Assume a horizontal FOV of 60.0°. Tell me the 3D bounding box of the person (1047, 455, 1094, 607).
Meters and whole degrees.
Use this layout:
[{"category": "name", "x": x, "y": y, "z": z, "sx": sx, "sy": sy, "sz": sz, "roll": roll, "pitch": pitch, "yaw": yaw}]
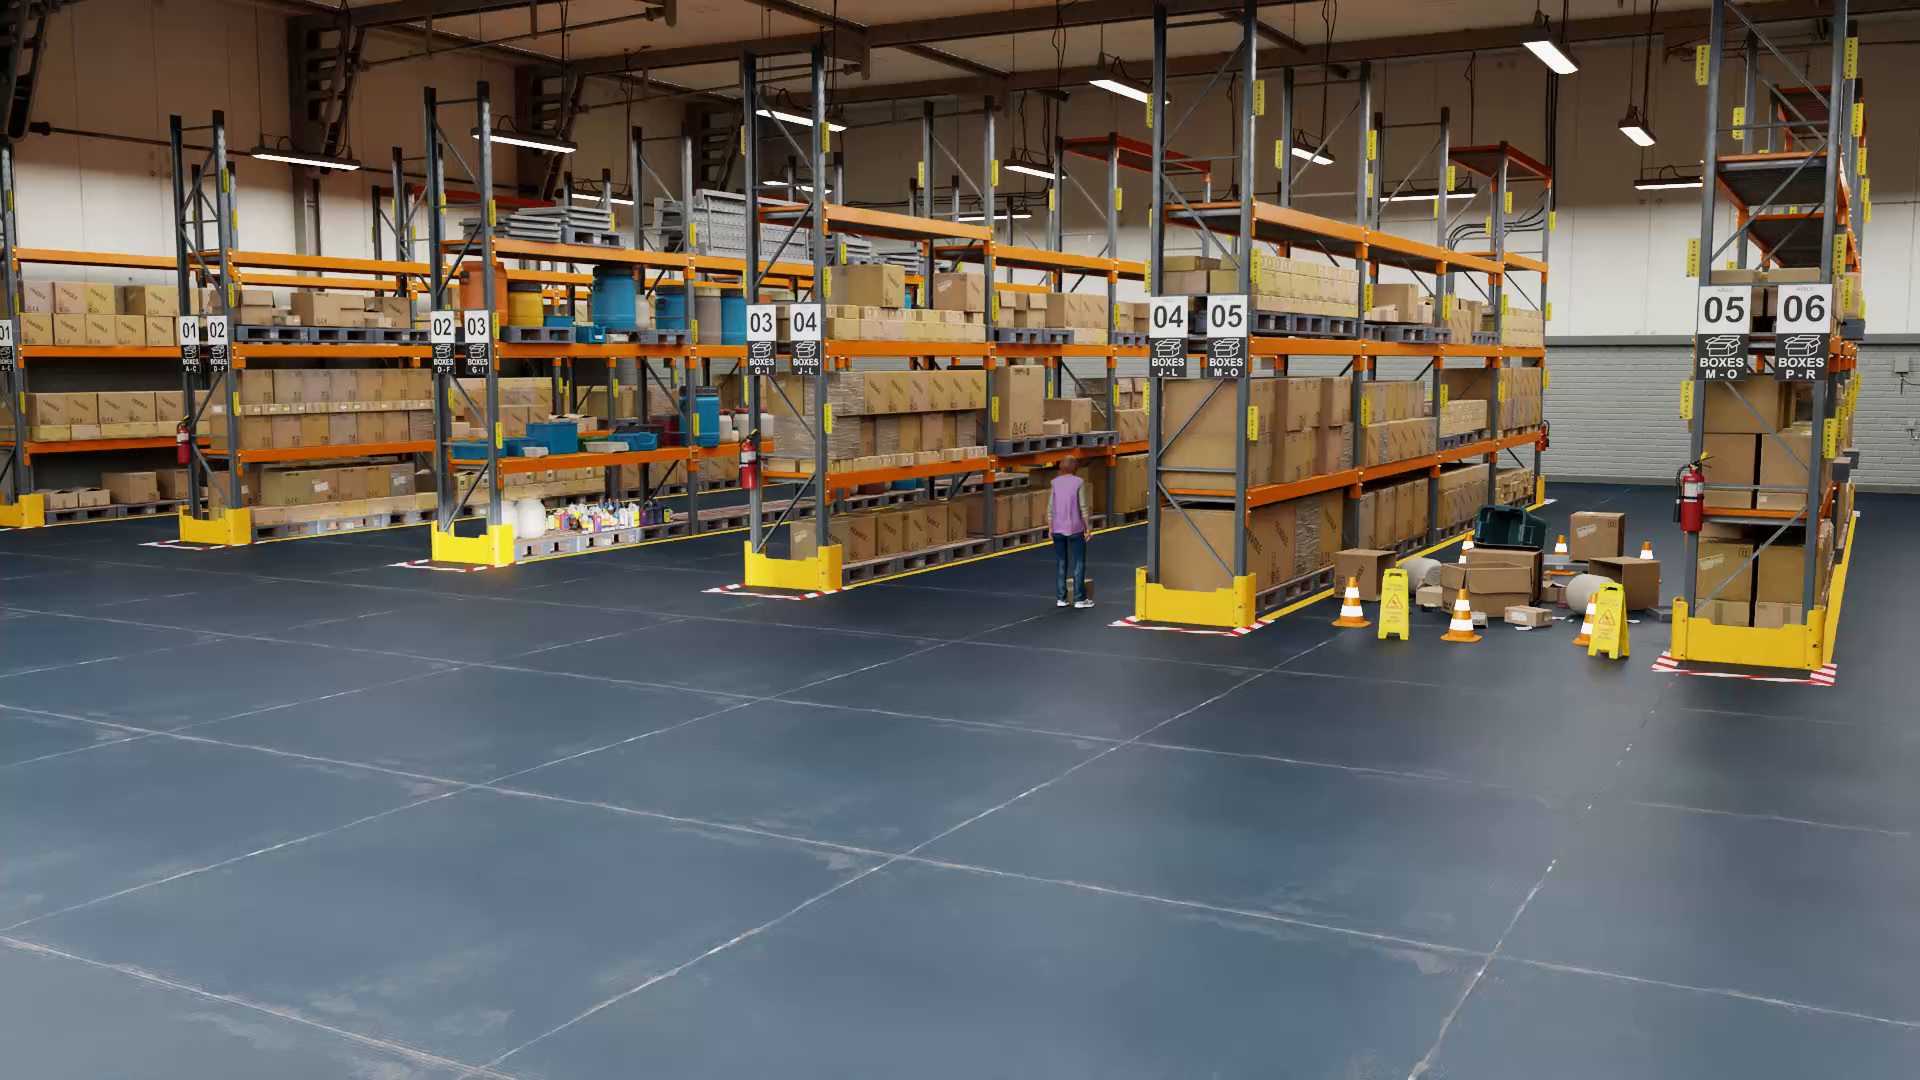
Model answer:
[{"category": "person", "x": 1.149, "y": -0.086, "z": 17.424, "sx": 0.484, "sy": 1.581, "sz": 0.375, "roll": 3, "pitch": 7, "yaw": 25}]
